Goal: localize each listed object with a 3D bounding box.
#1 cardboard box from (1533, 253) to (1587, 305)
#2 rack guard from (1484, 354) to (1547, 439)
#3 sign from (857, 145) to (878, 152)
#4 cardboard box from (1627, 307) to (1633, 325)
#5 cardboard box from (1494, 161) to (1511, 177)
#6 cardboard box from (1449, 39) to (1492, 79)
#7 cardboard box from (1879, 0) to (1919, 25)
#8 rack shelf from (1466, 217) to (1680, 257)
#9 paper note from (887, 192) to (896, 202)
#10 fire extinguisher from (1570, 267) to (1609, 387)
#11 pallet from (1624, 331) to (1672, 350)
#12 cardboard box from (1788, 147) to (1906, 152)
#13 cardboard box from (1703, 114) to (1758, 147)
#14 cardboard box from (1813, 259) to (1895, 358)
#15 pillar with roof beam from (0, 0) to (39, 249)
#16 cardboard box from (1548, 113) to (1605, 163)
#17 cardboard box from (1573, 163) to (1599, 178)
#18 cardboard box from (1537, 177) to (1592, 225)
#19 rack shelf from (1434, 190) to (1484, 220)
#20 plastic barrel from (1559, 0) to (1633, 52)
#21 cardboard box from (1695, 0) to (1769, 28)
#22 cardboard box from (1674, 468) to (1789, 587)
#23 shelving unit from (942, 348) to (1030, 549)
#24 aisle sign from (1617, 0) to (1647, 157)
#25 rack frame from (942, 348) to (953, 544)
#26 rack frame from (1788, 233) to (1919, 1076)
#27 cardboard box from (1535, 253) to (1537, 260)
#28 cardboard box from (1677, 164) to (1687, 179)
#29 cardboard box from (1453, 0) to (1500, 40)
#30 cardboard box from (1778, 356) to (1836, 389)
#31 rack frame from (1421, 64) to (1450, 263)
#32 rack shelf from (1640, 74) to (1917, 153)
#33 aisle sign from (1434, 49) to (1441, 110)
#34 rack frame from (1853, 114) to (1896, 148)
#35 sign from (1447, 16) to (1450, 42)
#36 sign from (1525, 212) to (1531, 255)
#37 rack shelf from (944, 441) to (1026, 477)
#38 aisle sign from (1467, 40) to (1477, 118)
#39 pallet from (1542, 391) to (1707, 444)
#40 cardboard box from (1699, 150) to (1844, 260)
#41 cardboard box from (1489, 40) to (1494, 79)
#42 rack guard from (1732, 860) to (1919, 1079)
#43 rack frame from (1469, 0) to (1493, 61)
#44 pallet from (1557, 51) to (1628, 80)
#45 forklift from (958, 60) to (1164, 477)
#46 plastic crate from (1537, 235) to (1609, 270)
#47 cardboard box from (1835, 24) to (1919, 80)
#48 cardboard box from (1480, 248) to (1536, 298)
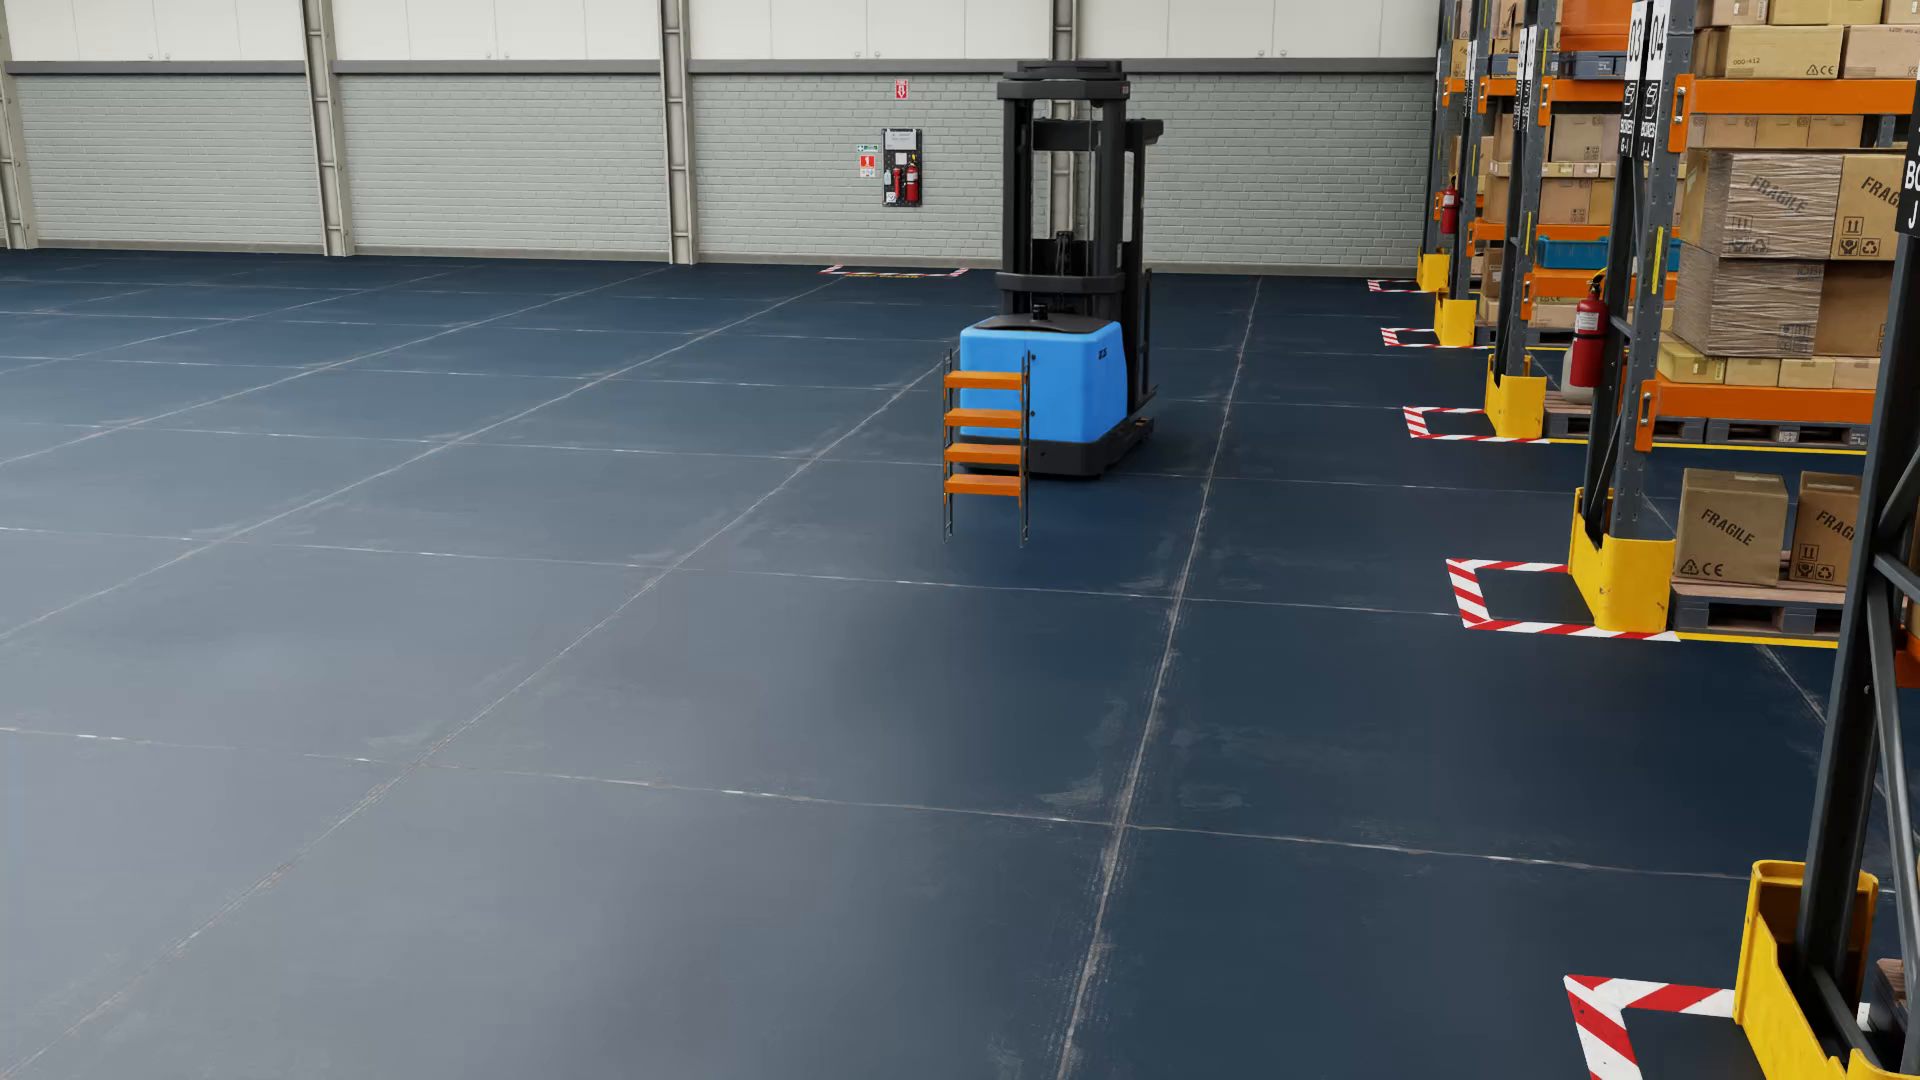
[{"bbox_3d":[6.527,-2.834,18.063,0.500,0.500,0.500,3,16,11],"label":"cardboard box"},{"bbox_3d":[4.649,-1.216,13.946,0.348,0.500,1.175,3,16,11],"label":"rack guard"},{"bbox_3d":[-1.415,-5.980,25.403,0.331,0.109,0.001,3,16,11],"label":"sign"},{"bbox_3d":[7.017,-2.446,18.069,0.500,0.250,0.500,3,16,11],"label":"cardboard box"},{"bbox_3d":[5.897,-3.992,17.881,0.250,0.149,0.380,3,16,11],"label":"cardboard box"},{"bbox_3d":[6.817,-6.424,22.222,0.500,0.500,0.500,4,16,13],"label":"cardboard box"},{"bbox_3d":[4.561,-2.554,8.007,0.250,0.149,0.380,4,16,13],"label":"cardboard box"},{"bbox_3d":[7.516,-3.255,17.972,4.000,0.370,1.077,3,16,11],"label":"rack shelf"},{"bbox_3d":[-1.056,-5.257,25.501,0.142,0.148,0.016,3,16,11],"label":"paper note"},{"bbox_3d":[3.558,-1.206,9.373,0.183,0.674,0.296,3,16,11],"label":"fire extinguisher"},{"bbox_3d":[7.505,-2.269,18.288,1.213,0.211,1.003,3,16,11],"label":"pallet"},{"bbox_3d":[4.657,-1.801,8.756,0.500,0.500,0.500,3,16,11],"label":"cardboard box"},{"bbox_3d":[8.053,-4.244,17.577,0.500,0.500,0.700,3,16,11],"label":"cardboard box"},{"bbox_3d":[4.625,-1.277,8.738,0.500,0.500,0.875,3,16,11],"label":"cardboard box"},{"bbox_3d":[-16.979,-8.235,23.364,0.400,9.000,9.100,3,16,11],"label":"pillar with roof beam"},{"bbox_3d":[6.579,-4.324,17.865,0.500,0.500,0.700,3,16,10],"label":"cardboard box"},{"bbox_3d":[6.648,-3.951,17.733,0.250,0.149,0.380,3,16,10],"label":"cardboard box"},{"bbox_3d":[6.526,-3.701,18.048,0.500,0.500,0.700,4,16,13],"label":"cardboard box"},{"bbox_3d":[8.499,-4.551,22.650,4.000,0.370,1.077,3,16,11],"label":"rack shelf"},{"bbox_3d":[5.066,-4.275,13.095,0.708,0.830,0.600,3,16,11],"label":"plastic barrel"},{"bbox_3d":[3.802,-2.607,8.200,0.250,0.149,0.380,3,16,11],"label":"cardboard box"},{"bbox_3d":[4.187,-0.077,9.047,0.500,0.500,0.500,6,17,21],"label":"cardboard box"},{"bbox_3d":[0.162,-0.569,10.300,0.503,1.200,0.258,3,16,11],"label":"shelving unit"},{"bbox_3d":[3.577,-2.451,8.853,0.004,0.787,0.394,3,16,11],"label":"aisle sign"},{"bbox_3d":[-0.077,-0.582,10.347,0.015,1.200,0.240,3,16,11],"label":"rack frame"},{"bbox_3d":[2.491,0.175,4.240,0.127,3.000,1.000,3,16,11],"label":"rack frame"},{"bbox_3d":[7.758,-3.830,22.911,0.500,0.311,0.500,4,16,16],"label":"cardboard box"},{"bbox_3d":[7.661,-3.896,17.535,0.250,0.149,0.380,4,16,13],"label":"cardboard box"},{"bbox_3d":[6.868,-6.905,22.085,0.500,0.500,0.500,2,16,7],"label":"cardboard box"},{"bbox_3d":[4.293,-0.883,8.530,0.250,0.149,0.380,3,16,11],"label":"cardboard box"},{"bbox_3d":[6.539,-5.004,22.939,0.127,3.000,1.000,3,16,11],"label":"rack frame"},{"bbox_3d":[5.538,-2.109,8.217,4.000,0.370,1.077,3,16,11],"label":"rack shelf"},{"bbox_3d":[6.409,-6.182,22.322,0.004,0.787,0.394,3,16,11],"label":"aisle sign"},{"bbox_3d":[9.475,-3.495,17.491,0.127,3.000,1.000,3,16,11],"label":"rack frame"},{"bbox_3d":[6.431,-6.729,21.909,0.005,0.325,0.100,3,16,11],"label":"sign"},{"bbox_3d":[4.451,-2.402,13.027,0.005,0.325,0.100,3,16,11],"label":"sign"},{"bbox_3d":[0.162,-0.505,10.318,0.480,0.148,0.258,3,16,11],"label":"rack shelf"},{"bbox_3d":[5.430,-4.884,17.636,0.004,0.787,0.394,3,16,11],"label":"aisle sign"},{"bbox_3d":[5.444,-1.032,13.823,1.213,0.211,1.003,3,16,11],"label":"pallet"},{"bbox_3d":[4.063,-1.690,8.355,0.500,0.500,0.500,3,16,11],"label":"cardboard box"},{"bbox_3d":[6.999,-6.552,22.681,0.500,0.500,0.500,4,16,15],"label":"cardboard box"},{"bbox_3d":[2.467,1.379,4.579,0.348,0.500,1.175,3,16,11],"label":"rack guard"},{"bbox_3d":[5.556,-6.599,17.459,0.127,3.000,1.000,3,16,11],"label":"rack frame"},{"bbox_3d":[5.356,-3.698,12.956,1.213,0.211,1.003,3,16,11],"label":"pallet"},{"bbox_3d":[0.939,-2.219,13.012,1.130,2.935,3.031,5,16,18],"label":"forklift"},{"bbox_3d":[5.115,-2.393,13.789,0.616,0.251,0.499,3,16,11],"label":"plastic crate"},{"bbox_3d":[4.505,-2.371,8.095,0.500,0.250,0.500,3,16,10],"label":"cardboard box"},{"bbox_3d":[6.141,-2.996,18.649,0.500,0.500,0.500,3,16,11],"label":"cardboard box"}]
